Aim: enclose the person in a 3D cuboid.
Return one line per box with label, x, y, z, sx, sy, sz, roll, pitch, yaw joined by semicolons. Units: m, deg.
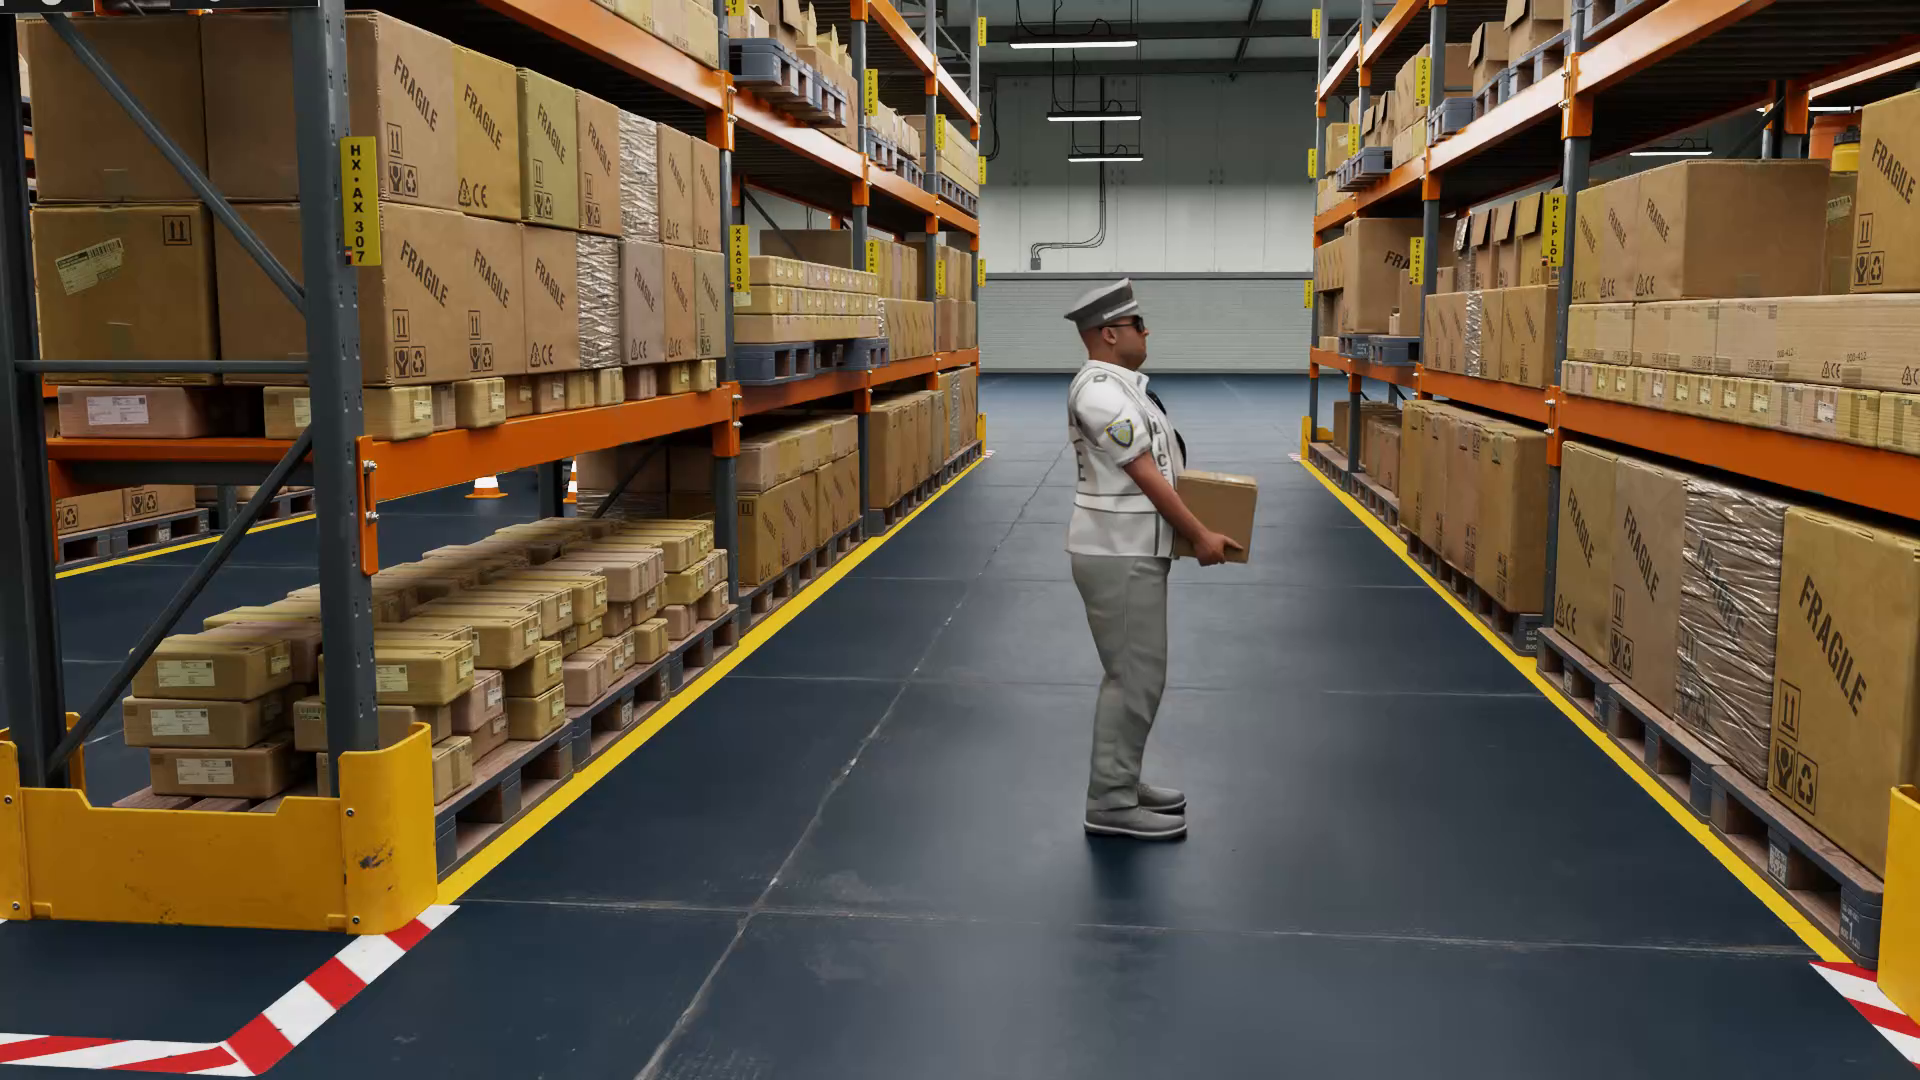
person;0.610;0.043;5.358;0.572;1.768;0.494;1;8;6
